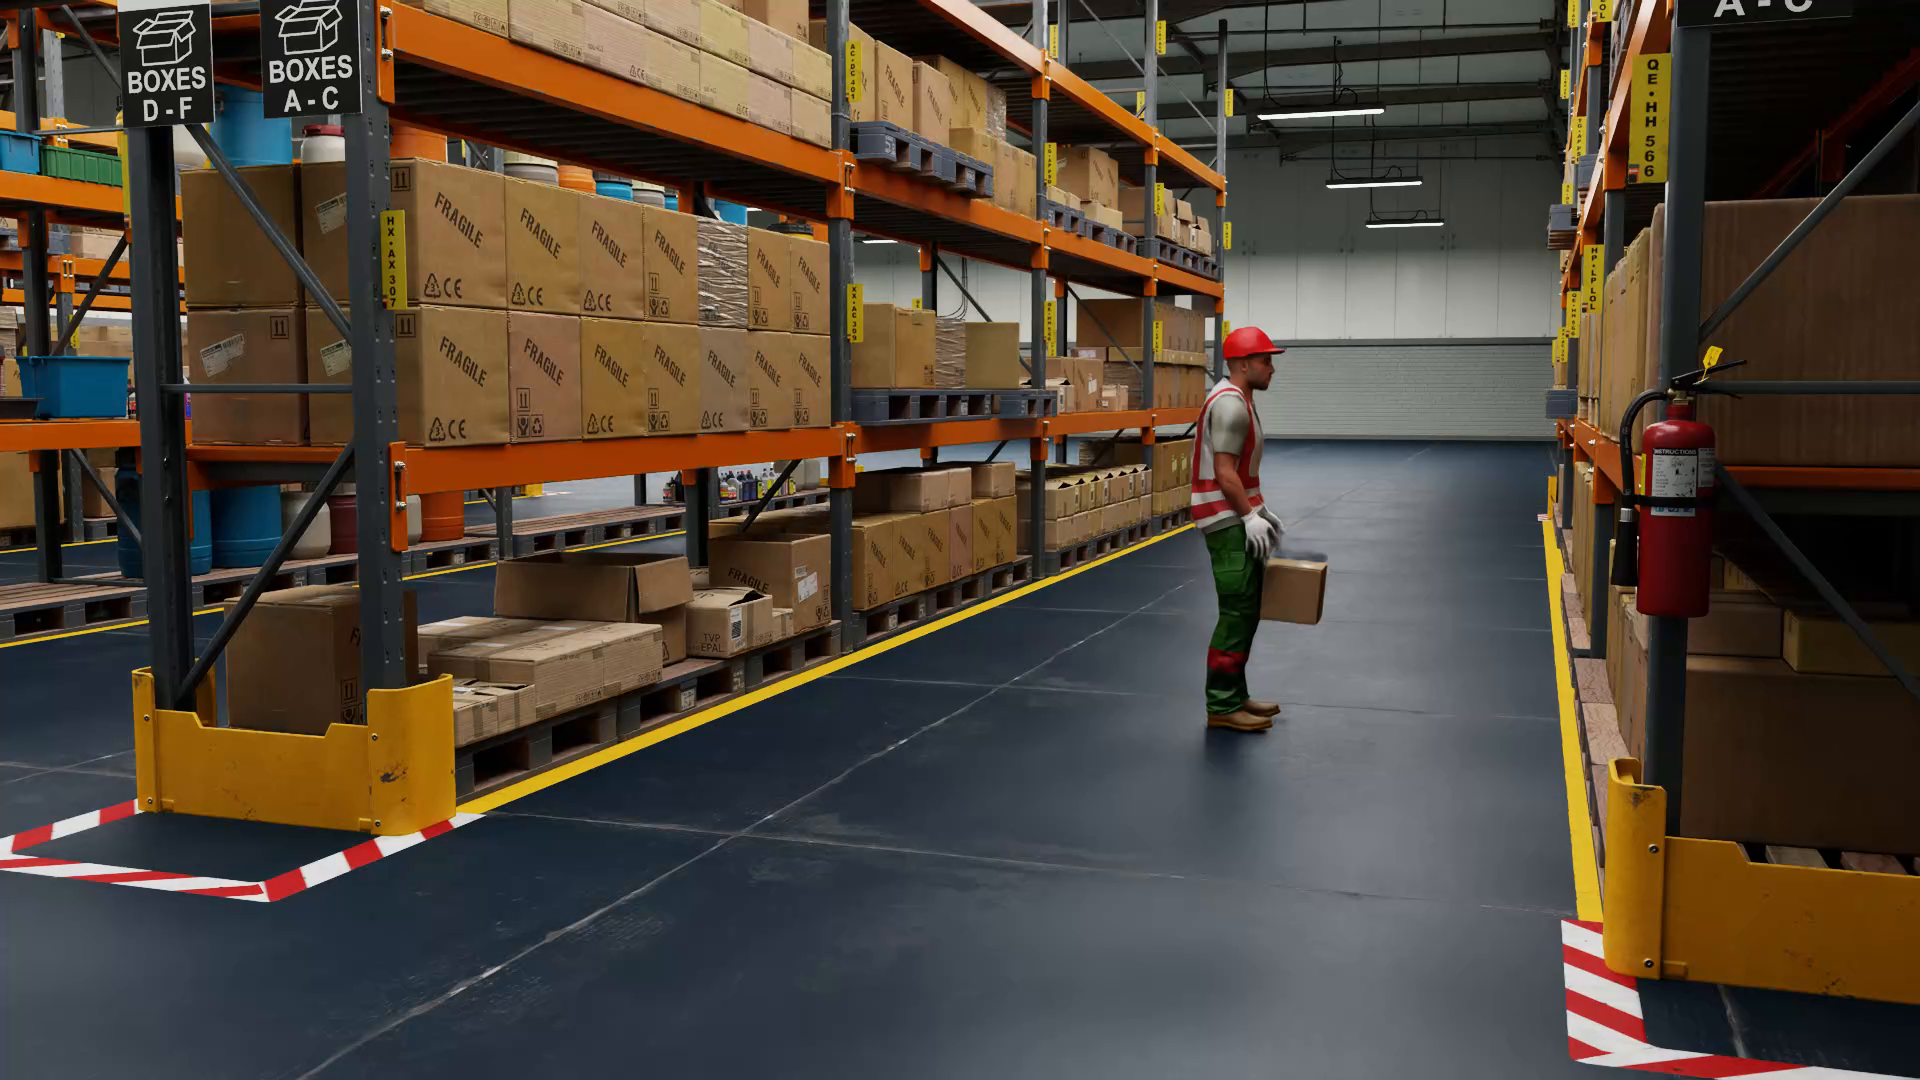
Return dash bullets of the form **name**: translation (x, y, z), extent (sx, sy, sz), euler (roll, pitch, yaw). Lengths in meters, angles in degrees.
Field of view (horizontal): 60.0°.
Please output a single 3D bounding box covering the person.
- **person**: translation (1.251, -0.063, 7.507), extent (0.404, 1.787, 0.547), euler (2, 5, 17)
